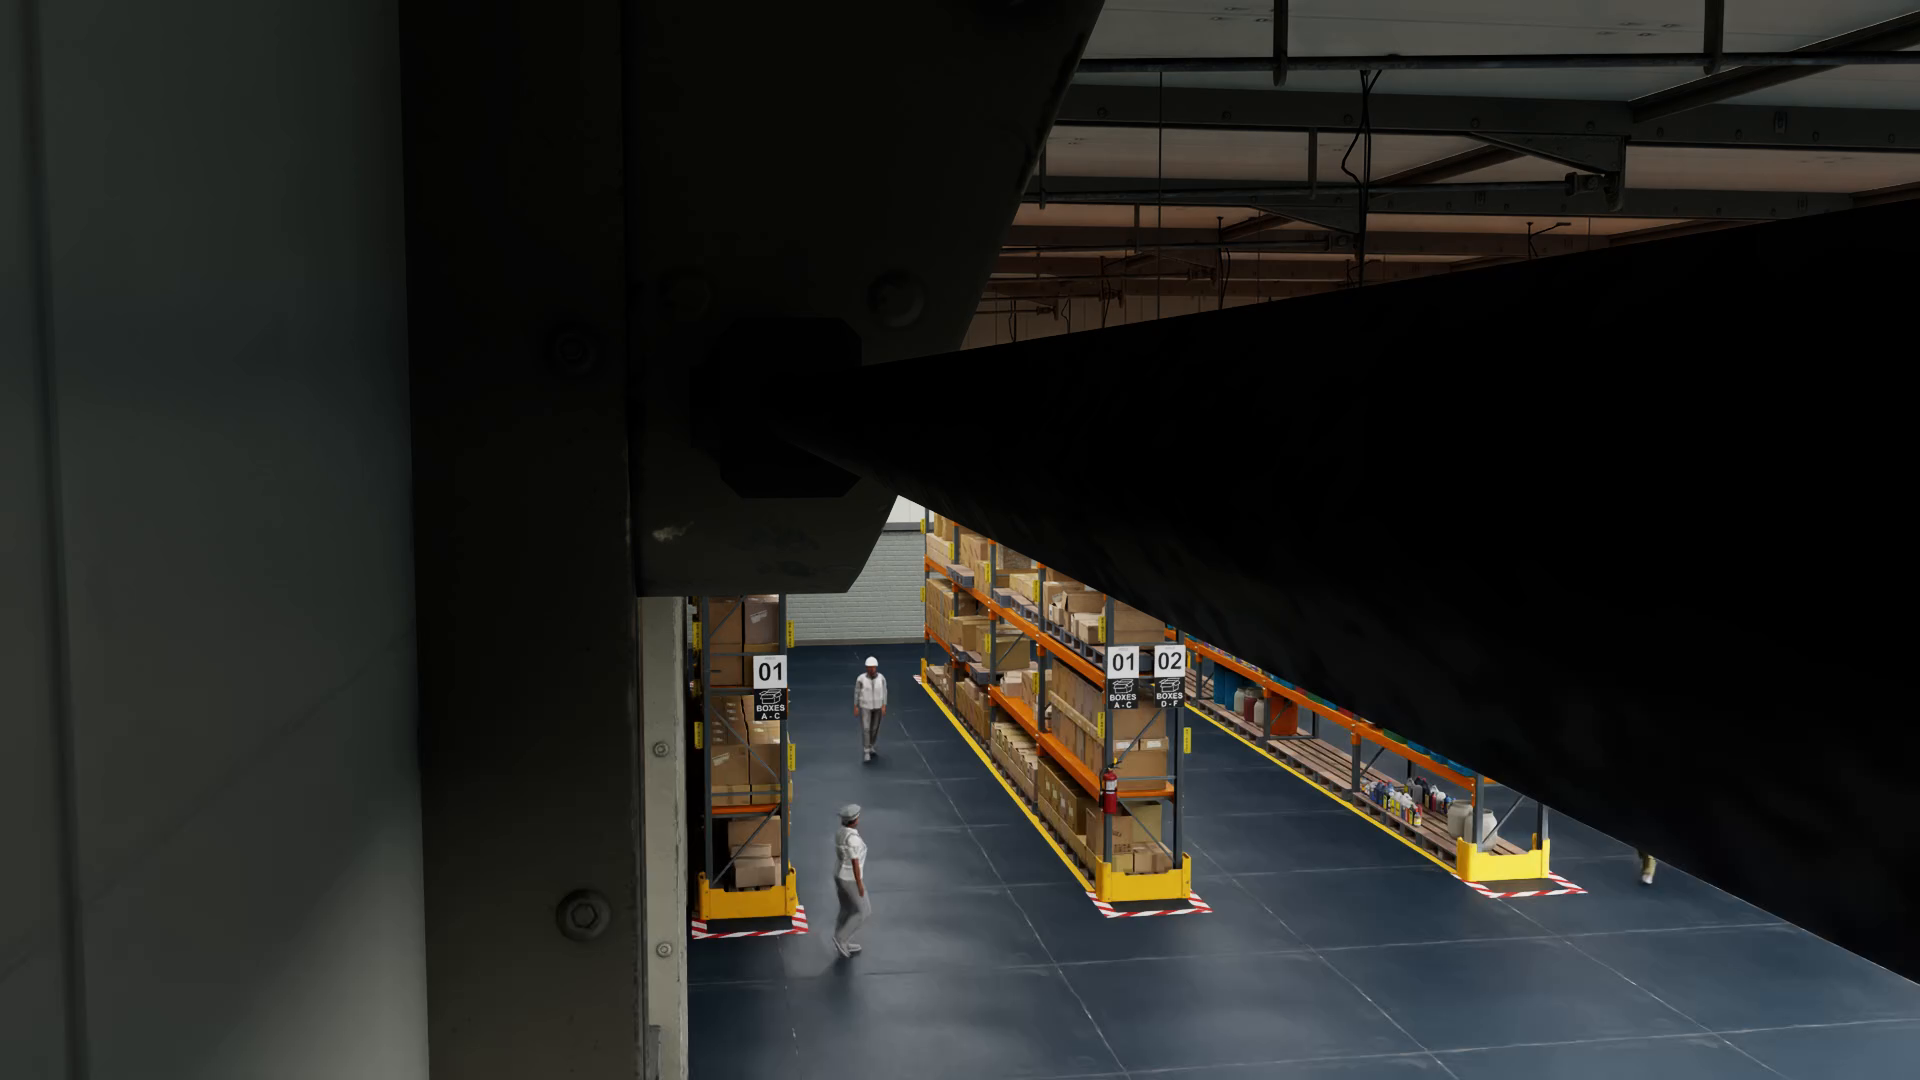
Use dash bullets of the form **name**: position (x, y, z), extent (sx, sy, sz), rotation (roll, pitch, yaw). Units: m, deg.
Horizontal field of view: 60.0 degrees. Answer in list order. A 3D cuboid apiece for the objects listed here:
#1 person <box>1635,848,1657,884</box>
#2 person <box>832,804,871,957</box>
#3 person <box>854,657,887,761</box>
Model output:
- **person**: position (8.993, 3.524, 21.749), extent (0.852, 1.768, 0.559), rotation (-5, 7, -44)
- **person**: position (-1.253, 3.826, 18.751), extent (0.430, 1.683, 0.462), rotation (-1, 5, -16)
- **person**: position (-1.532, 2.900, 28.912), extent (0.565, 1.731, 0.915), rotation (-2, 5, -19)
